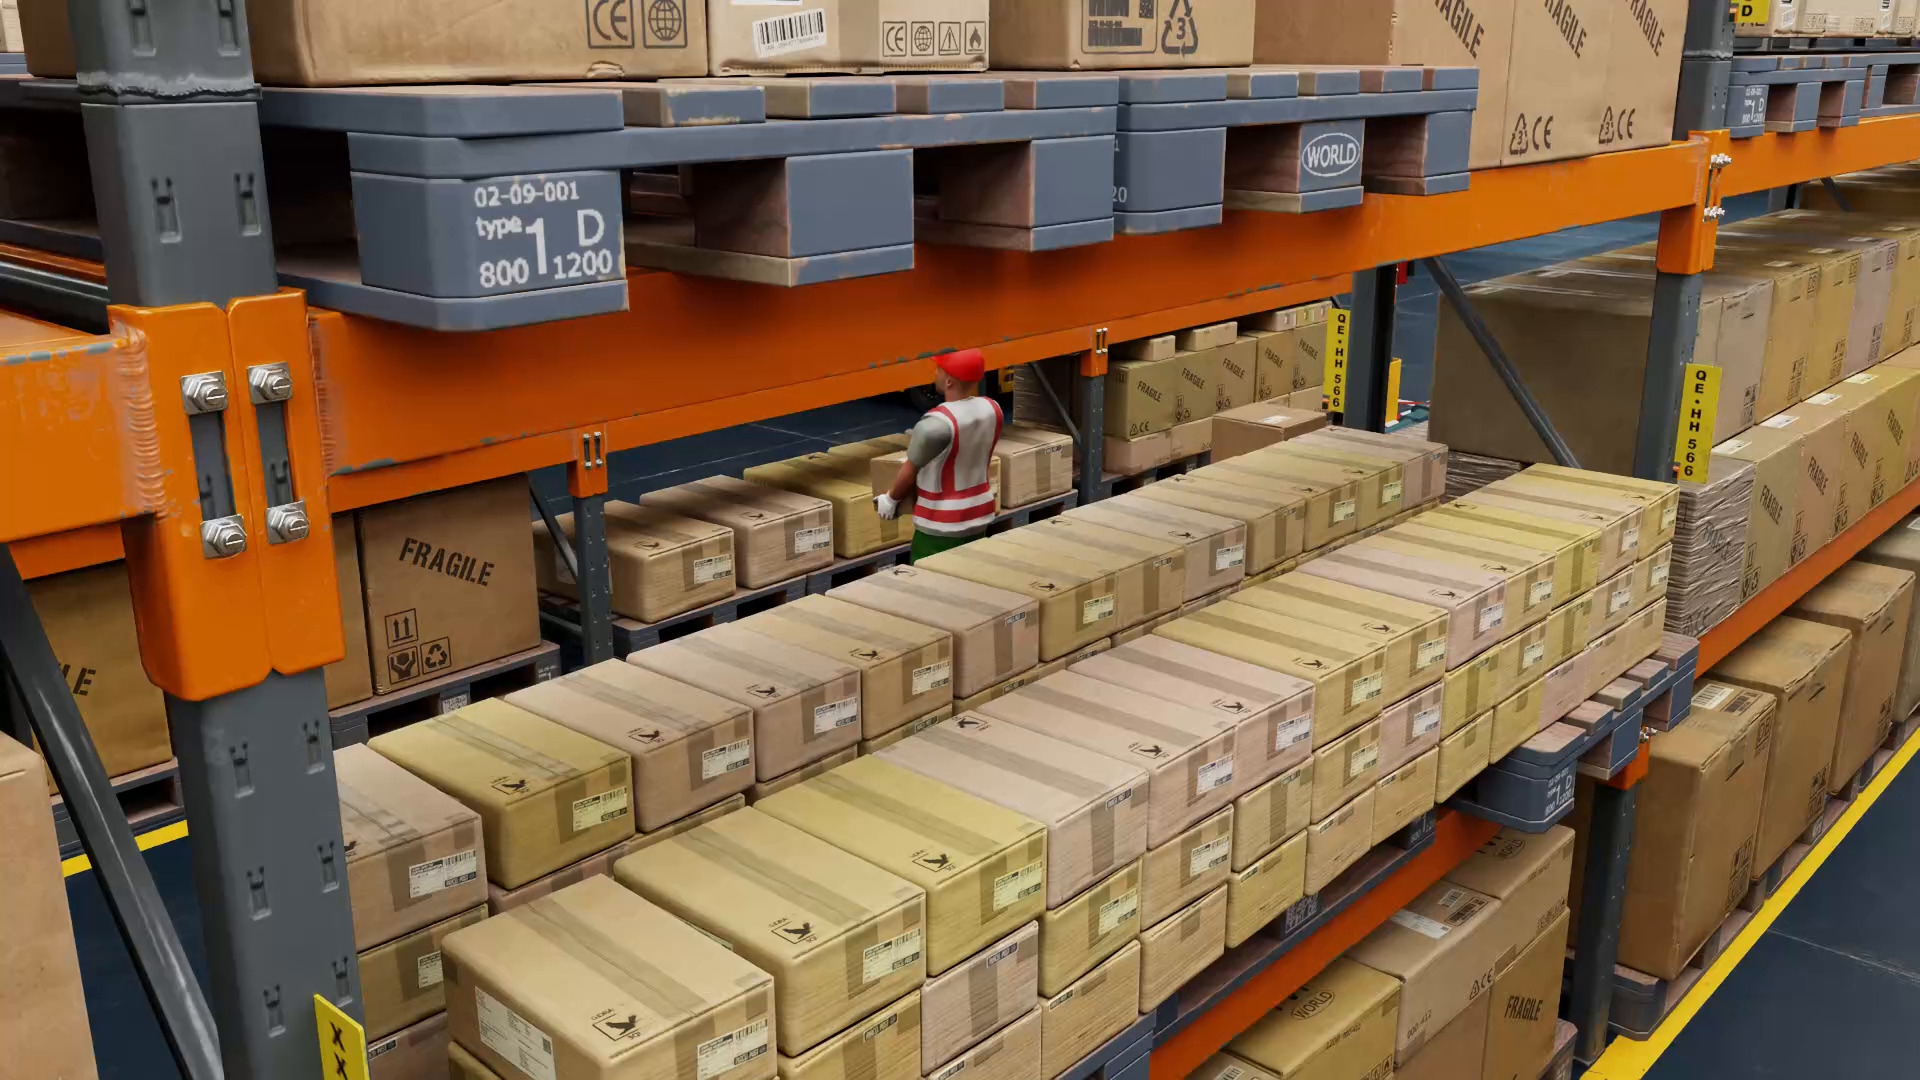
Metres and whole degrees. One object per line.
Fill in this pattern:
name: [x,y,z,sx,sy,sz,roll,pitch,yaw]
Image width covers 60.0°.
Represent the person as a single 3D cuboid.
person: [-0.119,-0.074,7.759,0.573,1.782,0.494,14,22,40]
